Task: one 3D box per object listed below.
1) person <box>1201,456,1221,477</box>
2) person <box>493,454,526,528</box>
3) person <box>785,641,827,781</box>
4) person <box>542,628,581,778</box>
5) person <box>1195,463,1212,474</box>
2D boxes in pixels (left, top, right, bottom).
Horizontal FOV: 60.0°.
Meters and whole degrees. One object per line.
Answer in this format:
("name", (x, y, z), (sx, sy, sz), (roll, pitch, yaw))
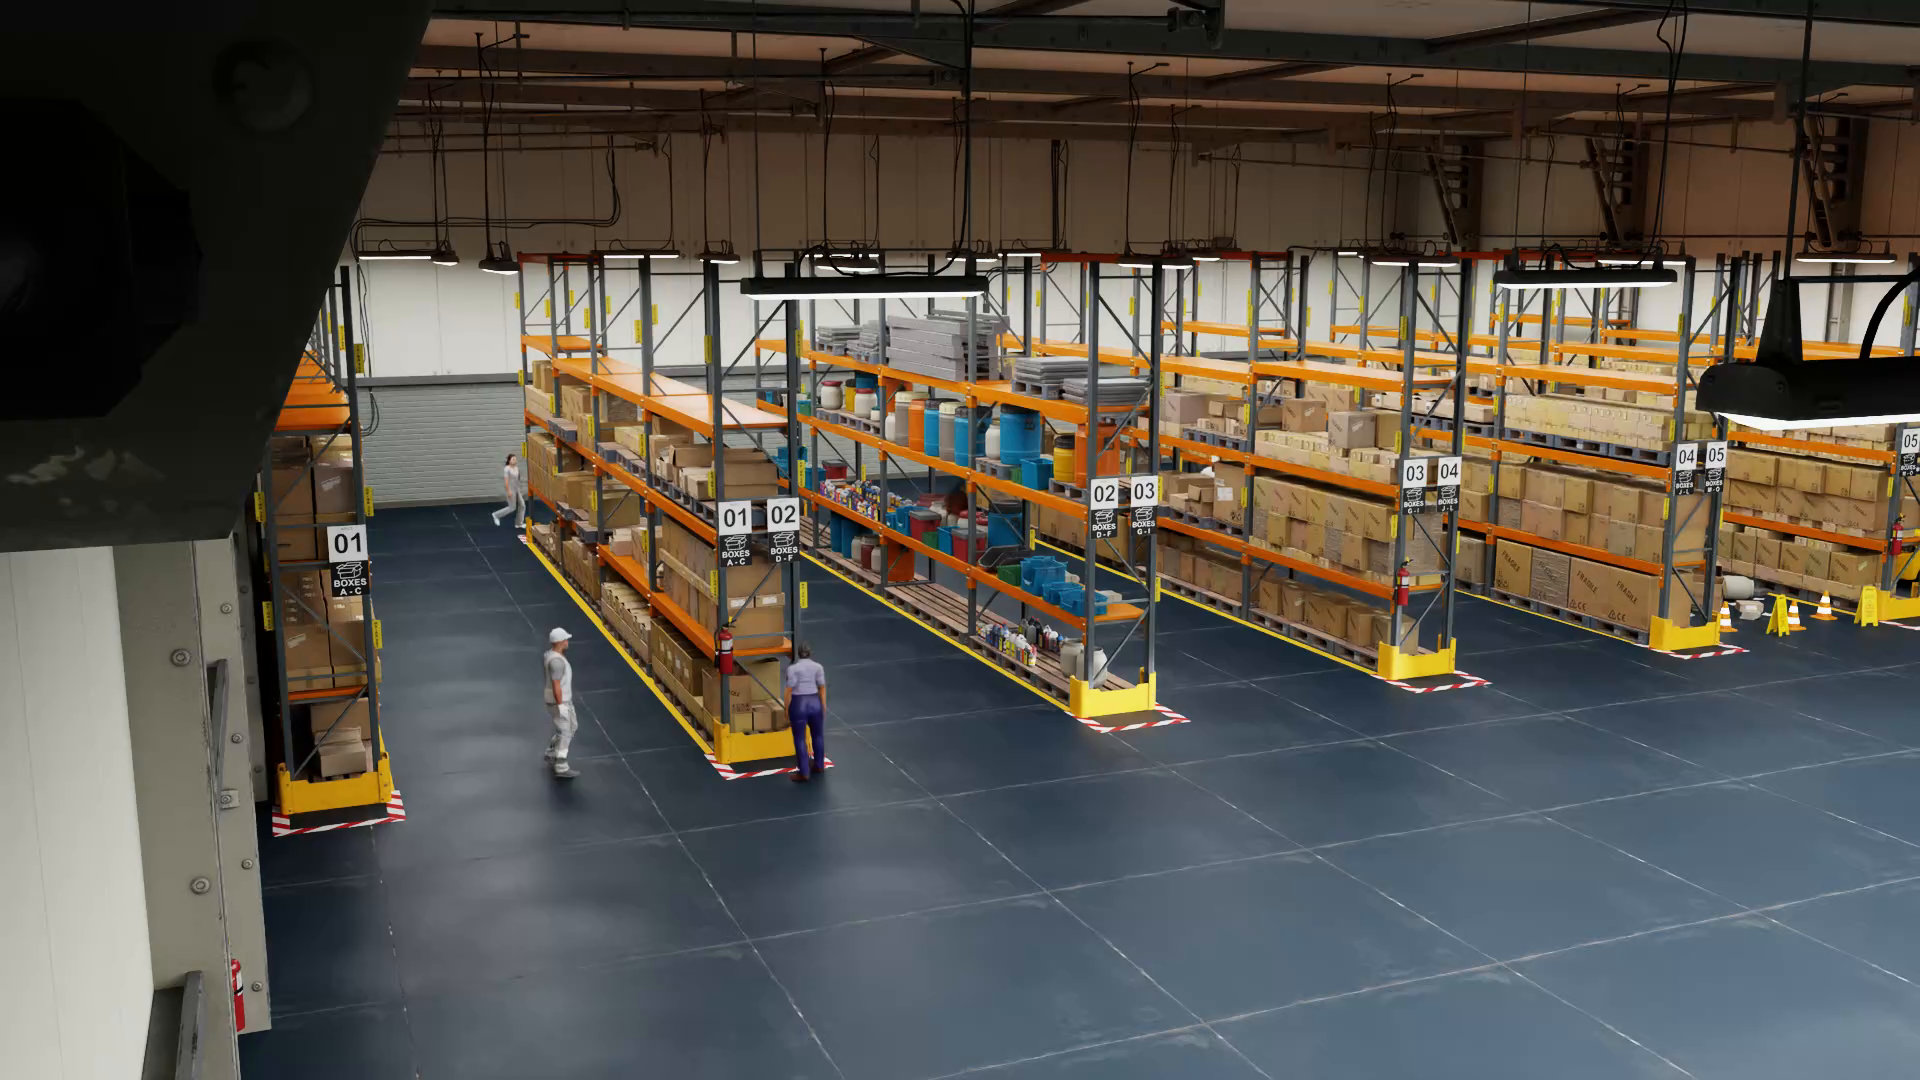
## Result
("person", (5.466, -0.953, 35.518), (0.553, 1.739, 1.003), (-4, 11, -20))
("person", (-9.807, -1.068, 36.252), (0.738, 1.636, 0.468), (2, 11, 12))
("person", (-1.838, 1.989, 19.595), (0.505, 1.663, 0.498), (-5, 11, -23))
("person", (-4.755, 1.918, 19.644), (0.493, 1.787, 0.624), (-1, 10, -5))
("person", (6.422, -2.453, 43.839), (0.507, 1.615, 0.719), (8, 13, 39))
